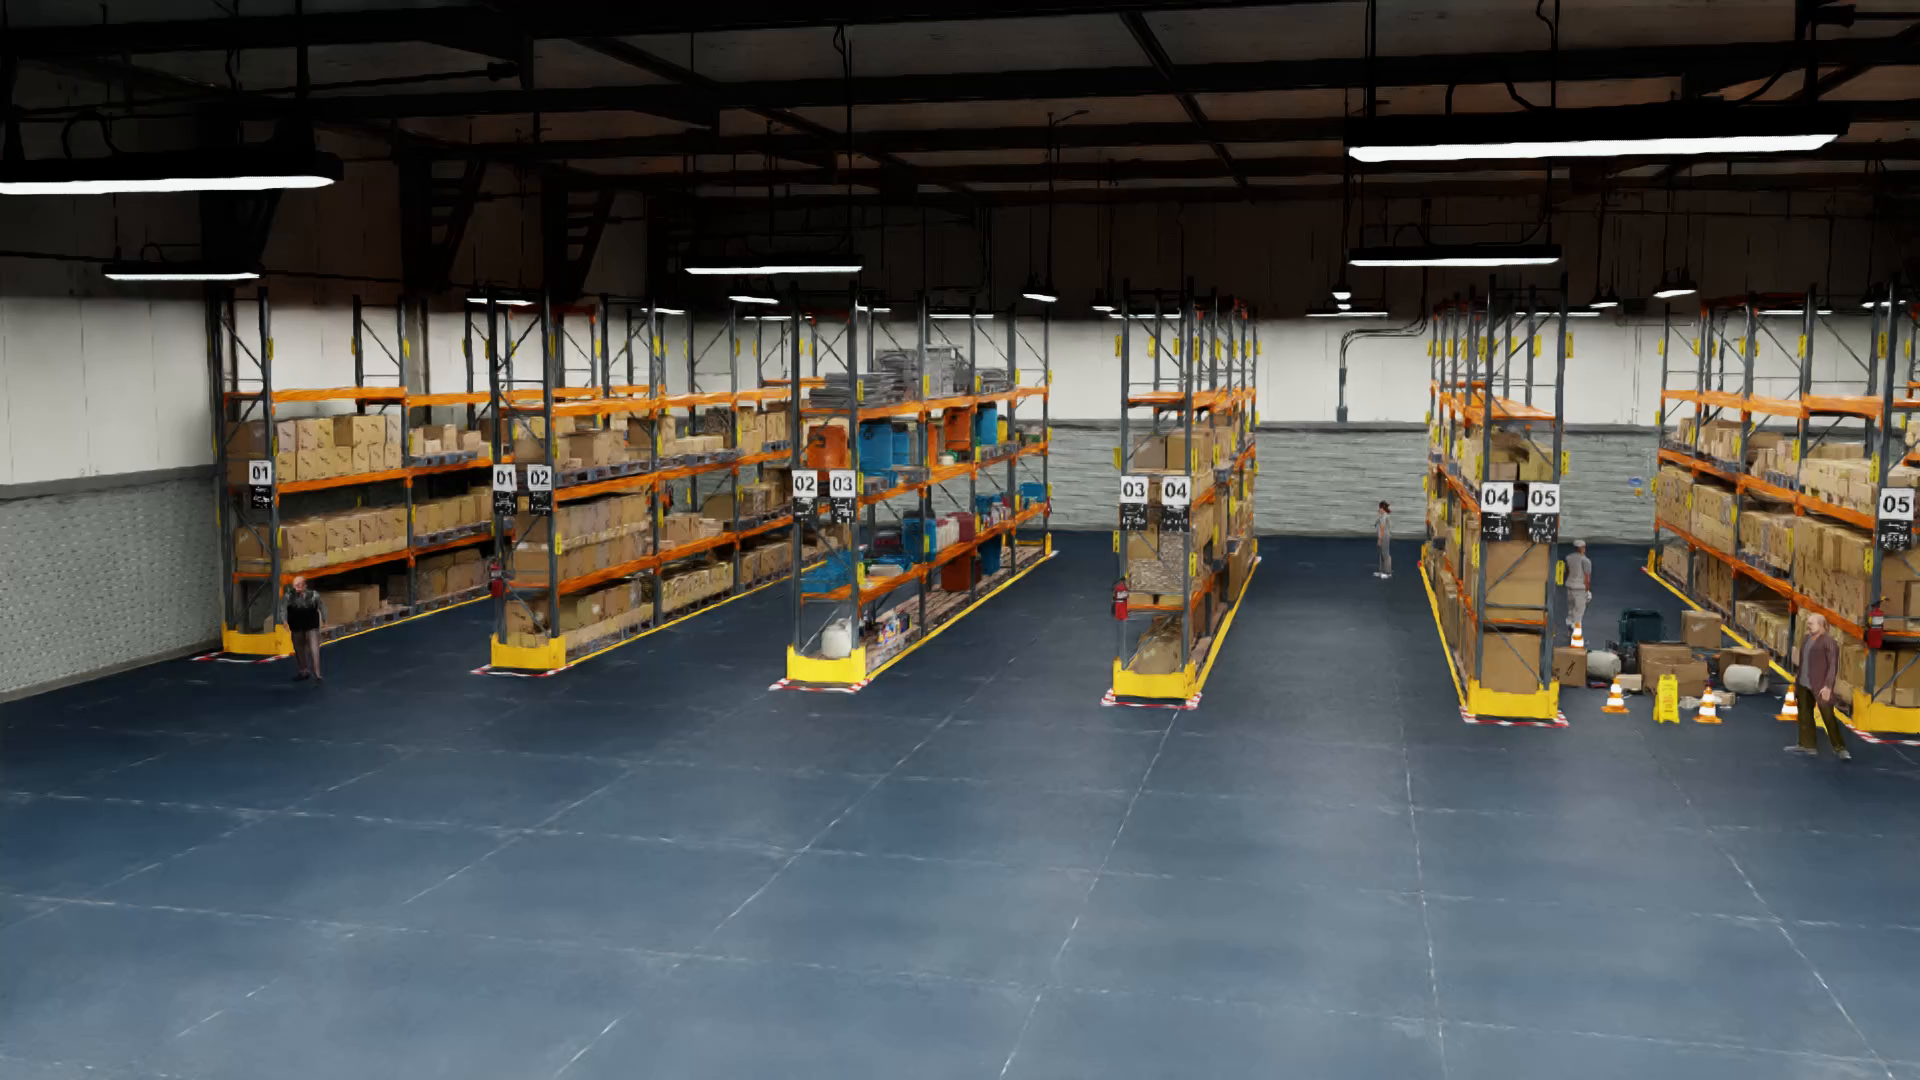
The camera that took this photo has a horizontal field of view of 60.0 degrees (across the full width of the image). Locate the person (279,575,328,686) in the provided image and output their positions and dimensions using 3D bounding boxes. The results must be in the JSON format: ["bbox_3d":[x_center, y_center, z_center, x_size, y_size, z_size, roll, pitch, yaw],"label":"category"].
[{"bbox_3d":[-9.770,1.329,24.826,0.683,1.659,0.832,0,7,-3],"label":"person"}]

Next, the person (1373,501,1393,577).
[{"bbox_3d":[9.303,-0.028,36.516,0.452,1.670,0.509,3,7,21],"label":"person"}]

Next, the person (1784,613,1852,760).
[{"bbox_3d":[10.597,1.789,20.424,0.523,1.776,0.782,-2,7,-17],"label":"person"}]

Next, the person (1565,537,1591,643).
[{"bbox_3d":[10.578,0.842,28.372,0.450,1.789,0.597,-2,7,-18],"label":"person"}]
